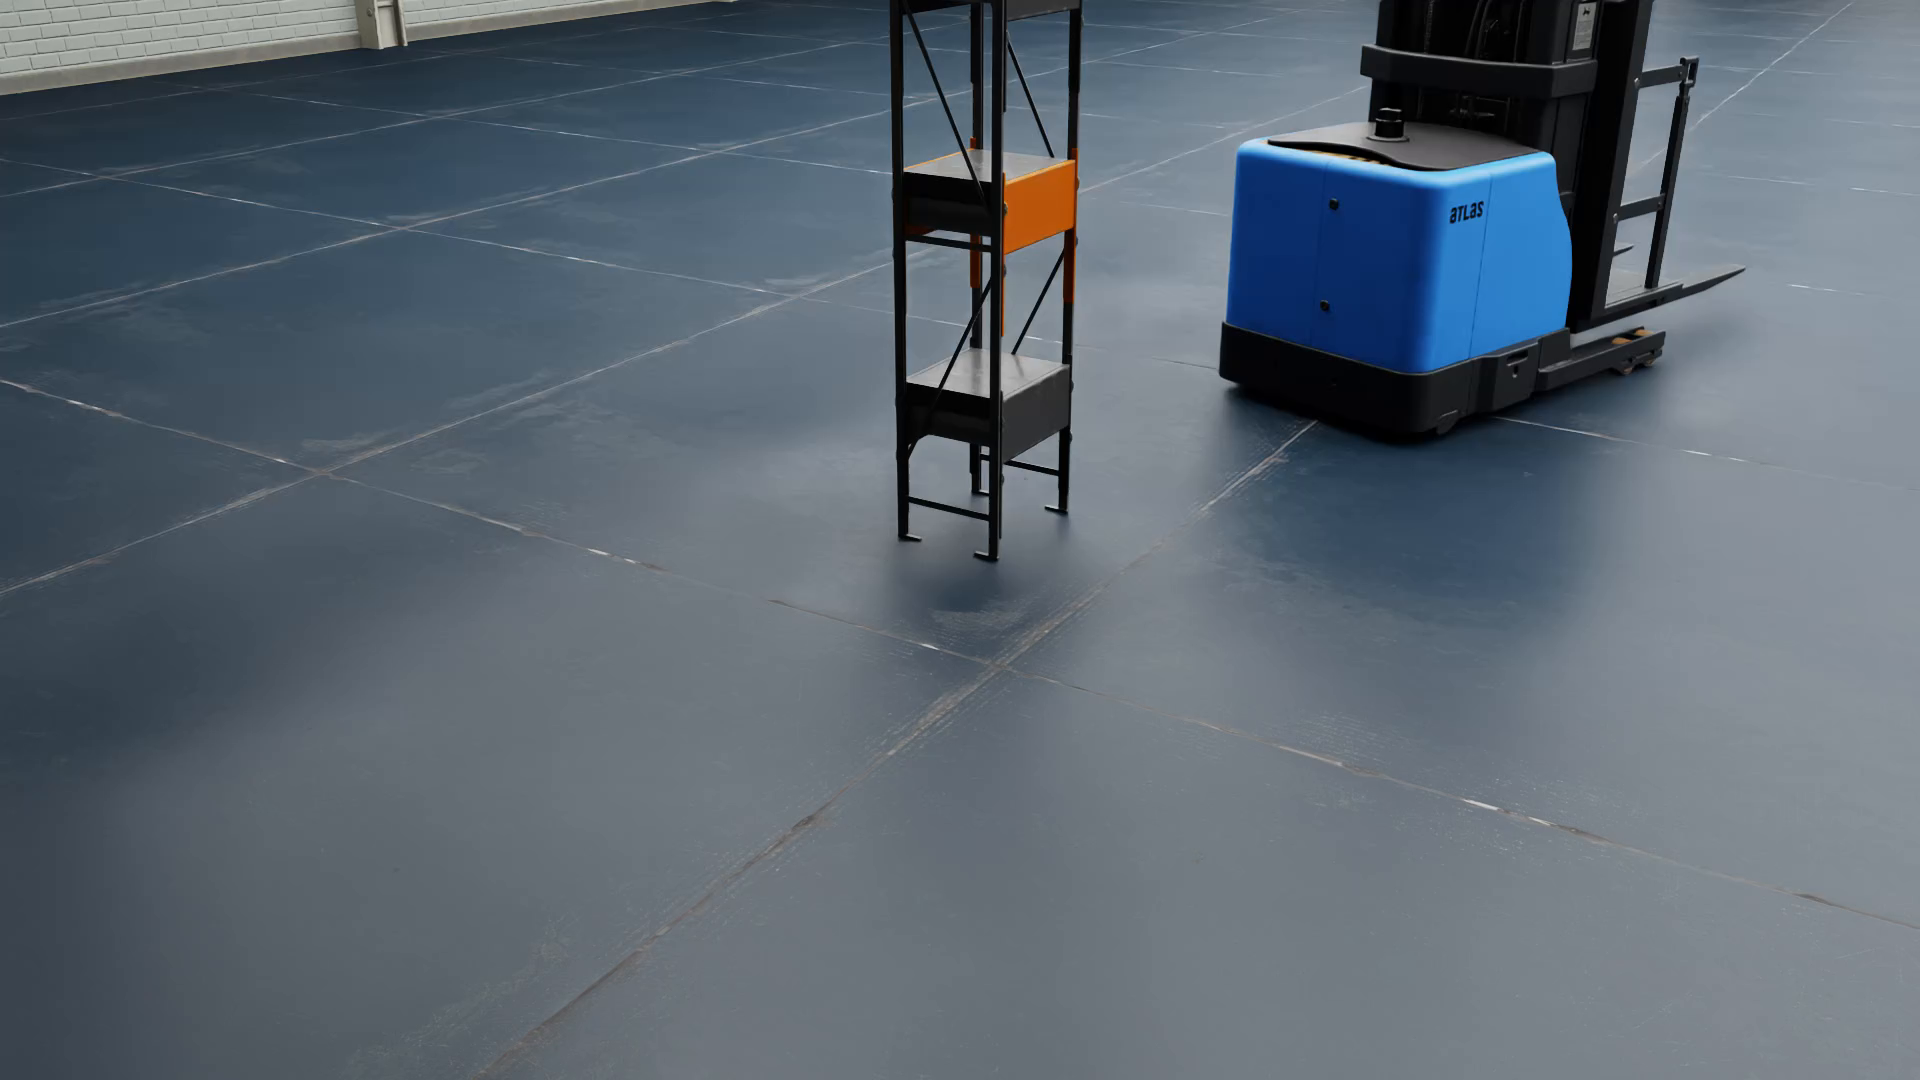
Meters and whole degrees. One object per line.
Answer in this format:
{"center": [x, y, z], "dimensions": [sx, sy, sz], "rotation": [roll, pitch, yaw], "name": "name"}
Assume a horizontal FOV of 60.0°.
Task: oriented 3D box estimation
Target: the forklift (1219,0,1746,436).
{"center": [2.579, -2.229, 7.209], "dimensions": [3.031, 2.935, 1.130], "rotation": [-18, 29, -36], "name": "forklift"}

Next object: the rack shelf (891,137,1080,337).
{"center": [0.087, -1.007, 5.467], "dimensions": [0.431, 0.518, 0.480], "rotation": [14, 27, 29], "name": "rack shelf"}

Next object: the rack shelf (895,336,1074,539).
{"center": [0.087, -0.365, 5.745], "dimensions": [0.431, 0.518, 0.480], "rotation": [14, 27, 29], "name": "rack shelf"}

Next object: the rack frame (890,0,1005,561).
{"center": [-0.041, -0.937, 5.272], "dimensions": [0.400, 2.100, 0.015], "rotation": [14, 27, 29], "name": "rack frame"}

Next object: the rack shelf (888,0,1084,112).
{"center": [0.087, -1.649, 5.189], "dimensions": [0.431, 0.518, 0.480], "rotation": [14, 27, 29], "name": "rack shelf"}

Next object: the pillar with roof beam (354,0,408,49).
{"center": [-2.675, -8.655, 14.416], "dimensions": [9.100, 9.000, 0.400], "rotation": [14, 27, 29], "name": "pillar with roof beam"}

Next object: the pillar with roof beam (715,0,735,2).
{"center": [0.490, -10.680, 19.094], "dimensions": [9.100, 9.000, 0.400], "rotation": [14, 27, 29], "name": "pillar with roof beam"}

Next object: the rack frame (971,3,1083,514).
{"center": [0.216, -1.102, 5.652], "dimensions": [0.400, 2.100, 0.015], "rotation": [14, 27, 29], "name": "rack frame"}

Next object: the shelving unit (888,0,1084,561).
{"center": [0.087, -1.019, 5.462], "dimensions": [0.431, 2.100, 0.503], "rotation": [14, 27, 29], "name": "shelving unit"}
